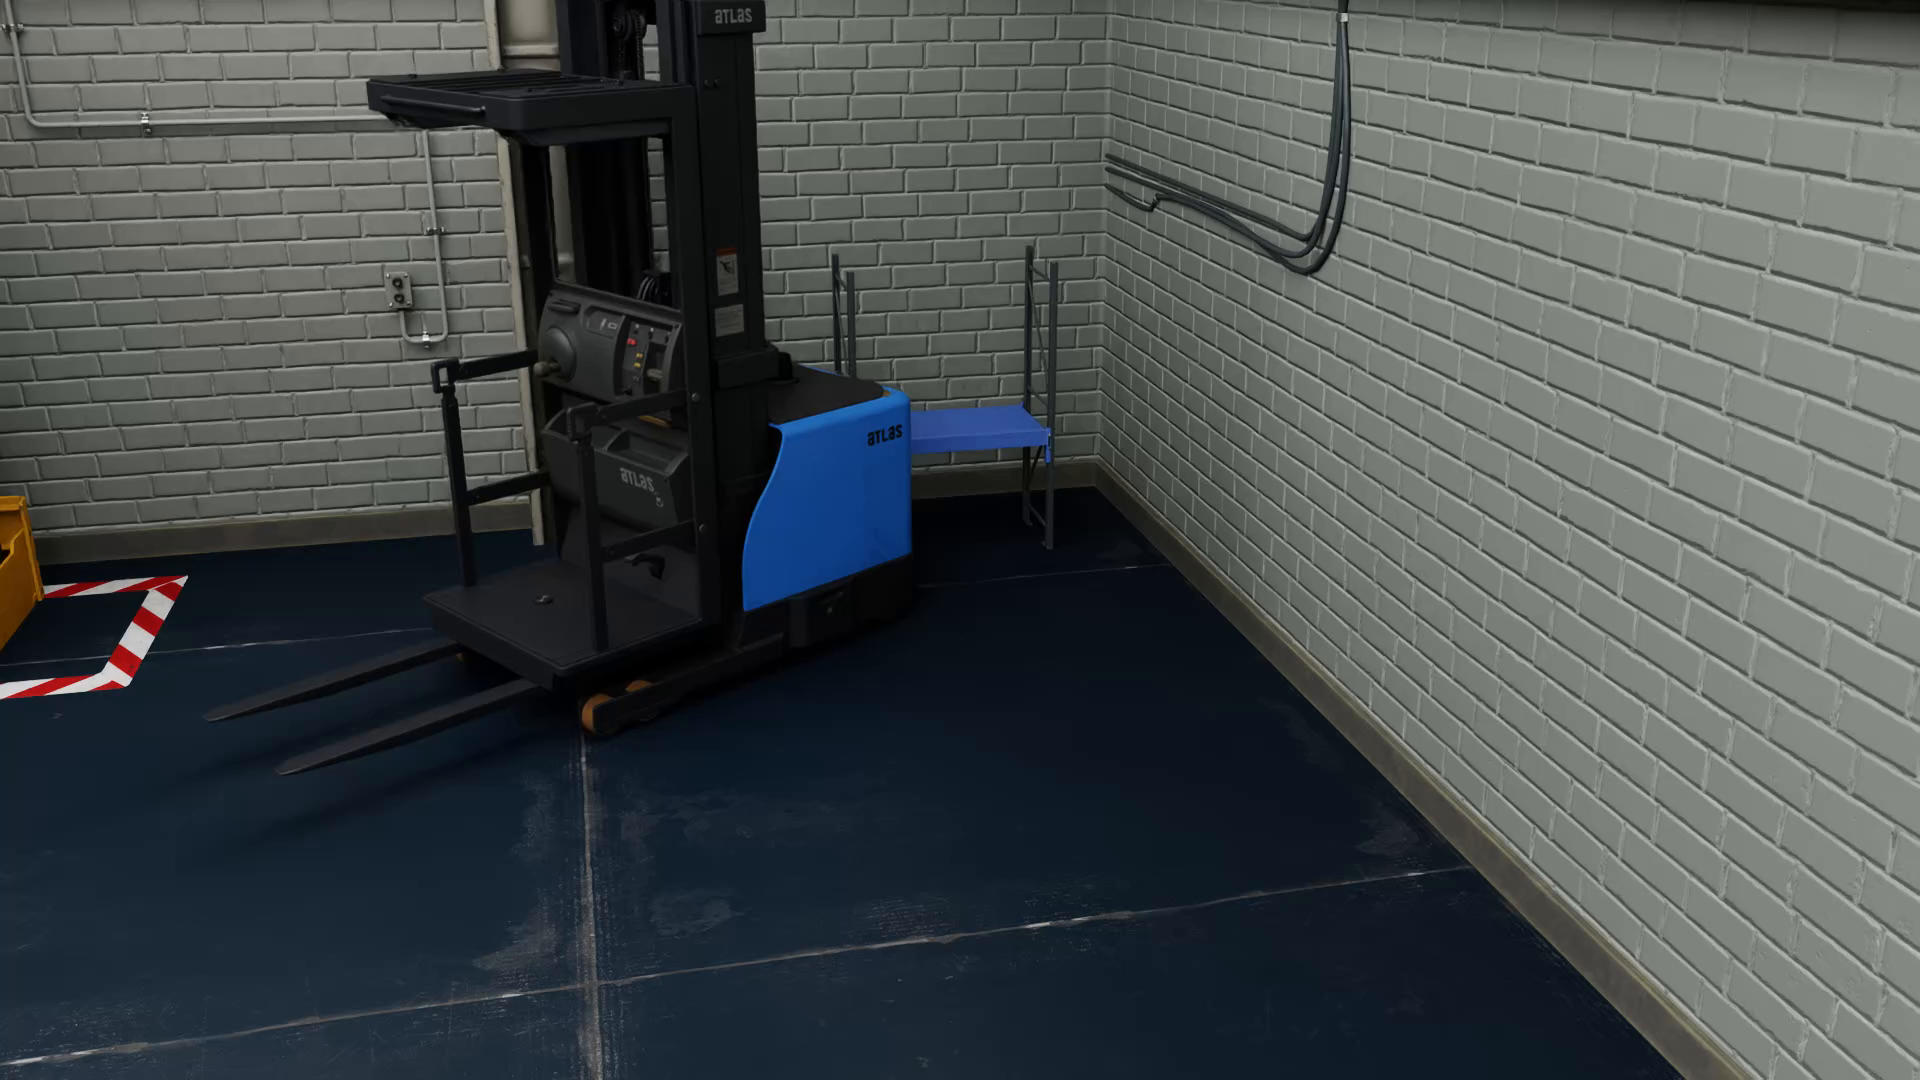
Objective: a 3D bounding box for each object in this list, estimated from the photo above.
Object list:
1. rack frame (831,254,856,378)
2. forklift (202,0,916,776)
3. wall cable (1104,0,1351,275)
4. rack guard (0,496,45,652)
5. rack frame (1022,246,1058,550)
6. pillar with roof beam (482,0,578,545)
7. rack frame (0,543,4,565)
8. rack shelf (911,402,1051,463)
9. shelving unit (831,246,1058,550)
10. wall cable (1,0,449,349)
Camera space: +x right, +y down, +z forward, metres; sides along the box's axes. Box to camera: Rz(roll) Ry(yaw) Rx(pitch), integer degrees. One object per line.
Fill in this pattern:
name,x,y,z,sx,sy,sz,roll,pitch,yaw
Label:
rack frame,-0.578,-0.657,8.428,0.032,1.500,0.500,-5,21,-12
forklift,-1.594,-0.788,6.704,1.130,2.935,3.031,18,27,41
wall cable,1.076,-2.632,7.430,0.112,2.526,3.097,-5,21,-12
rack guard,-4.487,0.227,7.467,0.348,0.500,1.175,-5,21,-12
rack frame,0.412,-0.738,8.648,0.032,1.500,0.500,-5,21,-12
pillar with roof beam,-1.092,-2.824,3.440,0.400,9.000,9.100,-5,21,-12
rack frame,-4.511,-0.945,7.032,0.127,3.000,1.000,-5,21,-12
rack shelf,-0.083,-0.529,8.600,1.000,0.185,0.538,-5,21,-12
shelving unit,-0.083,-0.697,8.538,1.048,1.500,0.538,-5,21,-12
wall cable,-3.482,-1.840,7.999,1.851,1.984,0.084,-5,21,-12
